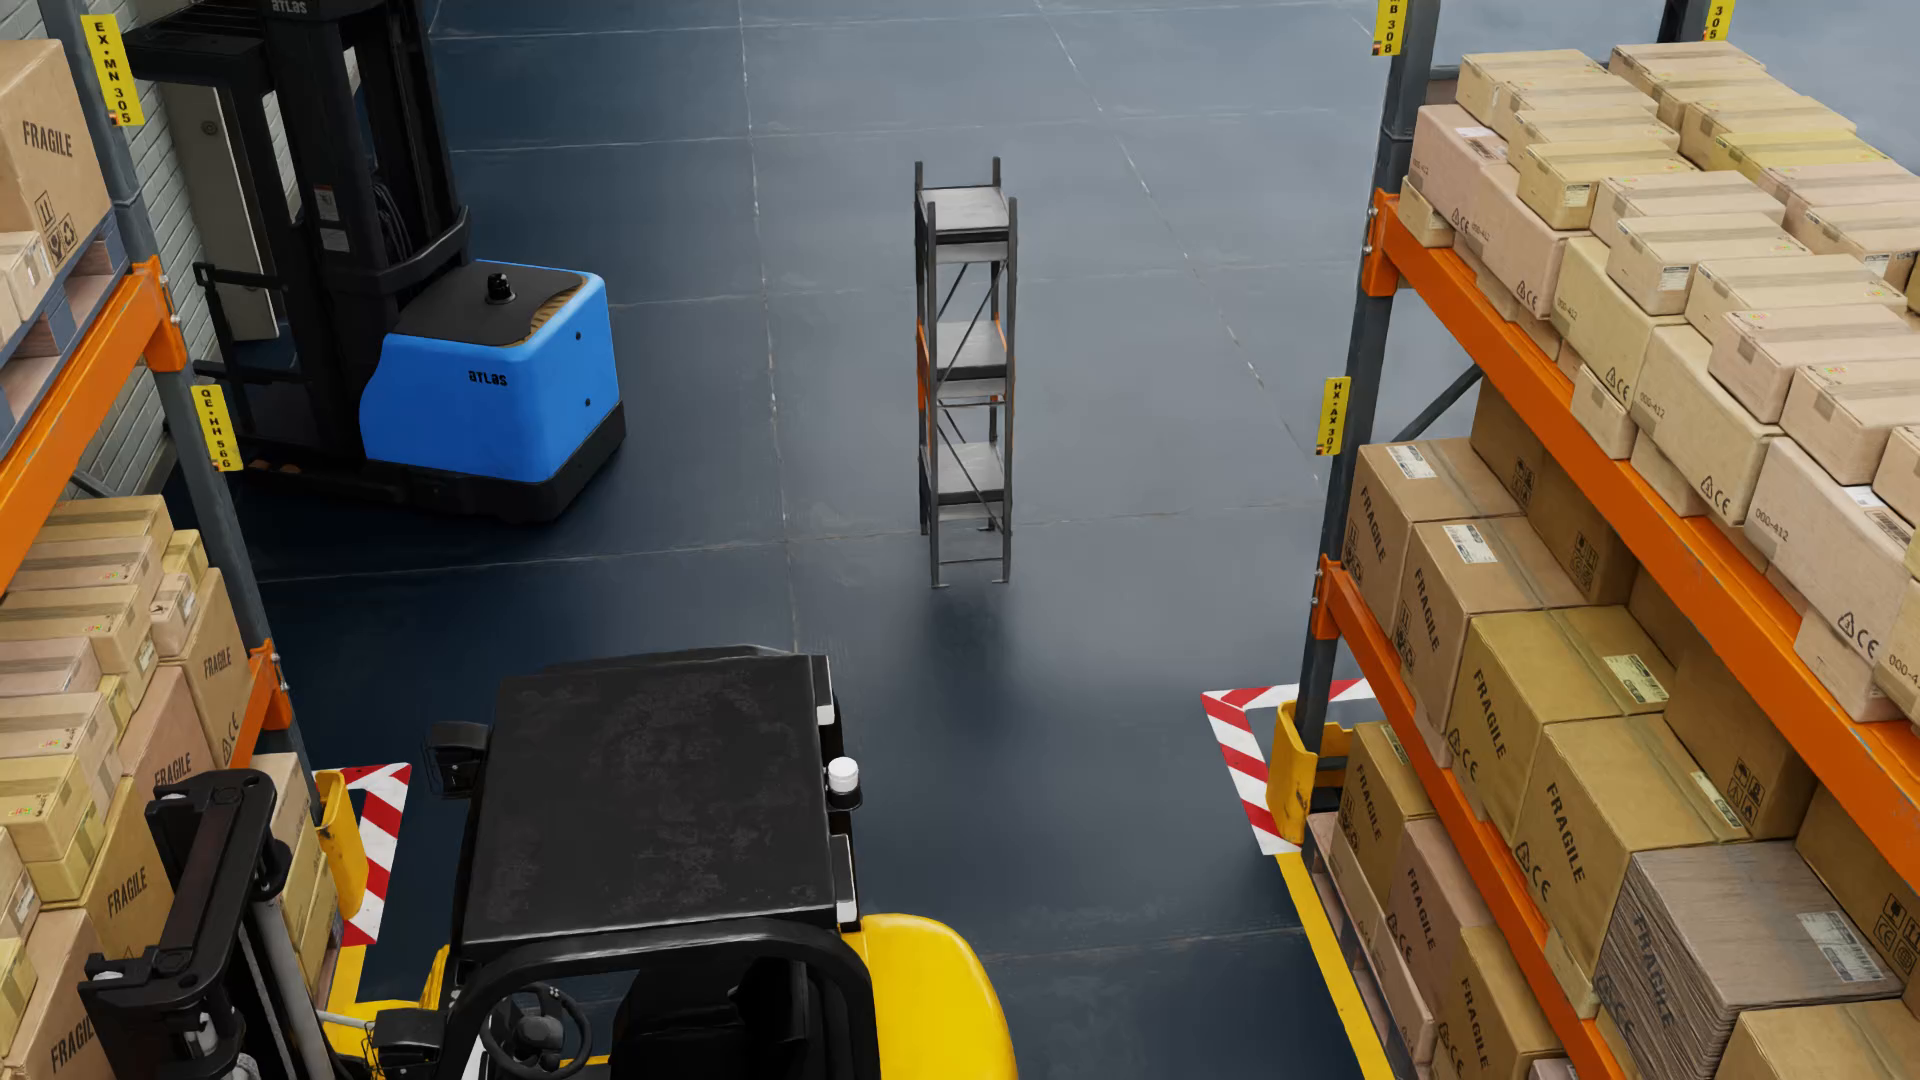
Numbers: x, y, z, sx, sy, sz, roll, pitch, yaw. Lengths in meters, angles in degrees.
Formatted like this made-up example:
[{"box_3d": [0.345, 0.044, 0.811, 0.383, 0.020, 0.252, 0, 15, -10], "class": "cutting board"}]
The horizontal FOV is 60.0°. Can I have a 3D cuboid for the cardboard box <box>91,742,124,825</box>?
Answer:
[{"box_3d": [-2.539, 0.678, 4.555, 0.380, 0.149, 0.250, -5, 35, -8], "class": "cardboard box"}]

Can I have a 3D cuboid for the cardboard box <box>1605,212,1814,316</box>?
[{"box_3d": [1.822, -0.676, 4.059, 0.380, 0.149, 0.250, -3, 34, -5], "class": "cardboard box"}]

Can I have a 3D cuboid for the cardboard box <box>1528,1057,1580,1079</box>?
[{"box_3d": [1.964, 1.870, 4.874, 0.500, 0.500, 0.500, -3, 34, -4], "class": "cardboard box"}]

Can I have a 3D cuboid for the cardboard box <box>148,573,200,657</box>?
[{"box_3d": [-2.618, 0.244, 5.192, 0.380, 0.149, 0.250, -4, 34, -6], "class": "cardboard box"}]

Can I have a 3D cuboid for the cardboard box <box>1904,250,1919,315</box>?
[{"box_3d": [2.489, -0.583, 3.921, 0.380, 0.149, 0.250, -4, 34, -5], "class": "cardboard box"}]

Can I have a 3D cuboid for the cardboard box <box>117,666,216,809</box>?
[{"box_3d": [-2.619, 0.745, 5.034, 0.500, 0.500, 0.500, -3, 34, -5], "class": "cardboard box"}]

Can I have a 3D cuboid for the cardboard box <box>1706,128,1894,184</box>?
[{"box_3d": [2.282, -1.003, 4.538, 0.380, 0.149, 0.250, -4, 34, -6], "class": "cardboard box"}]

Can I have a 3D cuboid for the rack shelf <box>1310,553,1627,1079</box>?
[{"box_3d": [2.181, 1.276, 4.981, 1.077, 0.370, 4.000, -4, 35, -6], "class": "rack shelf"}]

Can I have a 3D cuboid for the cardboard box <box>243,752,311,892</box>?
[{"box_3d": [-2.635, 1.024, 5.893, 0.500, 0.250, 0.500, -3, 34, -5], "class": "cardboard box"}]

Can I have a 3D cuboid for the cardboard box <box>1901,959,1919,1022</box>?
[{"box_3d": [2.558, 0.969, 3.552, 0.700, 0.500, 0.500, -4, 34, -6], "class": "cardboard box"}]

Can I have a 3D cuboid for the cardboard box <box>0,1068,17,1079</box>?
[{"box_3d": [-2.425, 1.593, 3.789, 0.500, 0.500, 0.500, -5, 35, -7], "class": "cardboard box"}]

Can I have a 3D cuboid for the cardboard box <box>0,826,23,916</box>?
[{"box_3d": [-2.537, 0.848, 4.041, 0.380, 0.149, 0.250, -4, 34, -6], "class": "cardboard box"}]

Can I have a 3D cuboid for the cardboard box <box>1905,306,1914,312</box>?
[{"box_3d": [2.389, -0.602, 4.304, 0.500, 0.250, 0.500, -3, 34, -5], "class": "cardboard box"}]

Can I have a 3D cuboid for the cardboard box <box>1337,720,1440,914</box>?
[{"box_3d": [1.750, 1.000, 6.150, 0.500, 0.500, 0.500, -5, 35, -8], "class": "cardboard box"}]

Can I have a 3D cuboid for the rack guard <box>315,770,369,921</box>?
[{"box_3d": [-3.009, 1.261, 6.585, 1.175, 0.500, 0.348, -4, 35, -6], "class": "rack guard"}]

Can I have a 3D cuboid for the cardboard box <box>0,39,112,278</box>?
[{"box_3d": [-2.705, -1.026, 4.507, 0.500, 0.500, 0.500, -3, 34, -5], "class": "cardboard box"}]

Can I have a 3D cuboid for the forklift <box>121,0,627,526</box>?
[{"box_3d": [-3.507, -1.739, 8.828, 3.031, 2.935, 1.130, 9, 35, 12], "class": "forklift"}]

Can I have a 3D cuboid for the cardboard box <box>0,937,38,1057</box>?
[{"box_3d": [-2.439, 1.102, 3.934, 0.380, 0.149, 0.250, -5, 35, -7], "class": "cardboard box"}]

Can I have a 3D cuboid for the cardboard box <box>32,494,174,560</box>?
[{"box_3d": [-2.749, -0.007, 5.297, 0.380, 0.149, 0.250, -4, 35, -6], "class": "cardboard box"}]

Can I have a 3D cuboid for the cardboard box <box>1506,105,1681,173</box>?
[{"box_3d": [1.780, -1.105, 4.688, 0.380, 0.149, 0.250, -4, 35, -6], "class": "cardboard box"}]

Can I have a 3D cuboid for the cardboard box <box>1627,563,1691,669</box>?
[{"box_3d": [2.428, 0.114, 4.807, 0.700, 0.500, 0.500, -5, 35, -7], "class": "cardboard box"}]

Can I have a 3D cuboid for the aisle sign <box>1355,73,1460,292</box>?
[{"box_3d": [1.596, -1.222, 5.700, 0.394, 0.787, 0.004, -4, 35, -6], "class": "aisle sign"}]

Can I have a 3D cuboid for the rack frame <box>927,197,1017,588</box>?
[{"box_3d": [0.055, -0.639, 7.952, 0.400, 2.100, 0.015, -4, 35, -6], "class": "rack frame"}]

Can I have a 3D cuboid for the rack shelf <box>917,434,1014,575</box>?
[{"box_3d": [0.022, -0.186, 8.554, 0.431, 0.518, 0.480, -4, 35, -6], "class": "rack shelf"}]

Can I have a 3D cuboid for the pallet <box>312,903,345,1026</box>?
[{"box_3d": [-2.862, 1.817, 6.025, 1.003, 0.211, 1.213, -4, 35, -6], "class": "pallet"}]

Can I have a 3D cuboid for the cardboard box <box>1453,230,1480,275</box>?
[{"box_3d": [1.759, -0.923, 5.129, 0.380, 0.149, 0.250, -5, 35, -8], "class": "cardboard box"}]

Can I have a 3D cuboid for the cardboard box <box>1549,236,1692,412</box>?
[{"box_3d": [1.868, -0.568, 4.255, 0.500, 0.250, 0.500, -3, 34, -5], "class": "cardboard box"}]

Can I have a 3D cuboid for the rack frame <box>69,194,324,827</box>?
[{"box_3d": [-3.006, 0.241, 5.861, 1.000, 3.000, 0.127, -4, 35, -6], "class": "rack frame"}]

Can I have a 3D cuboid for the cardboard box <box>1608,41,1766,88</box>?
[{"box_3d": [2.250, -1.436, 5.173, 0.380, 0.149, 0.250, -4, 34, -6], "class": "cardboard box"}]

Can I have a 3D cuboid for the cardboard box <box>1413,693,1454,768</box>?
[{"box_3d": [1.744, 0.611, 5.541, 0.380, 0.149, 0.250, -4, 34, -6], "class": "cardboard box"}]

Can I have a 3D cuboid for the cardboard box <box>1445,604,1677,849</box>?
[{"box_3d": [1.843, 0.557, 5.045, 0.500, 0.500, 0.500, -5, 35, -7], "class": "cardboard box"}]

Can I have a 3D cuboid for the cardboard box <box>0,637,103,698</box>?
[{"box_3d": [-2.663, 0.416, 4.675, 0.380, 0.149, 0.250, -4, 34, -6], "class": "cardboard box"}]

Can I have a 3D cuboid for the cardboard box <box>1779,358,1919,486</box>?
[{"box_3d": [1.950, -0.249, 3.432, 0.380, 0.149, 0.250, -4, 34, -6], "class": "cardboard box"}]

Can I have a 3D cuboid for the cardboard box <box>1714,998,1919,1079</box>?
[{"box_3d": [2.068, 1.415, 3.786, 0.500, 0.500, 0.500, -3, 34, -5], "class": "cardboard box"}]

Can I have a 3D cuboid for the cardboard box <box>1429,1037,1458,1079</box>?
[{"box_3d": [1.893, 1.886, 5.517, 0.500, 0.250, 0.500, -2, 34, -3], "class": "cardboard box"}]

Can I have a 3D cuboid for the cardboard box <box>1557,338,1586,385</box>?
[{"box_3d": [1.858, -0.489, 4.492, 0.380, 0.149, 0.250, -5, 35, -8], "class": "cardboard box"}]

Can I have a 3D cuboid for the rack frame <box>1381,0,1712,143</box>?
[{"box_3d": [1.912, -2.616, 4.727, 1.000, 3.000, 0.127, -4, 35, -6], "class": "rack frame"}]

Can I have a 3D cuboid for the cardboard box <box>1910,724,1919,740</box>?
[{"box_3d": [2.113, 0.373, 3.227, 0.380, 0.149, 0.250, -5, 35, -8], "class": "cardboard box"}]

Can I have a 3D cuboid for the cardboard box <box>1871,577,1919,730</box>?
[{"box_3d": [2.055, 0.287, 3.000, 0.500, 0.250, 0.500, -5, 35, -7], "class": "cardboard box"}]

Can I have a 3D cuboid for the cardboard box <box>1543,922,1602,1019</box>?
[{"box_3d": [1.889, 1.190, 4.692, 0.380, 0.149, 0.250, -4, 34, -6], "class": "cardboard box"}]

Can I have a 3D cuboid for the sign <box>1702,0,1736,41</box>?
[{"box_3d": [2.465, -1.773, 5.367, 0.100, 0.325, 0.005, -4, 35, -6], "class": "sign"}]

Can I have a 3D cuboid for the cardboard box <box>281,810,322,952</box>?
[{"box_3d": [-2.631, 1.245, 6.013, 0.500, 0.250, 0.500, -5, 35, -7], "class": "cardboard box"}]

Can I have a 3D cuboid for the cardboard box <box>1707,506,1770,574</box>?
[{"box_3d": [1.992, -0.063, 3.868, 0.380, 0.149, 0.250, -5, 35, -7], "class": "cardboard box"}]

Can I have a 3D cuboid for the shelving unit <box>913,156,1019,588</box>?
[{"box_3d": [0.022, -0.775, 8.152, 0.431, 2.100, 0.503, -4, 35, -6], "class": "shelving unit"}]
